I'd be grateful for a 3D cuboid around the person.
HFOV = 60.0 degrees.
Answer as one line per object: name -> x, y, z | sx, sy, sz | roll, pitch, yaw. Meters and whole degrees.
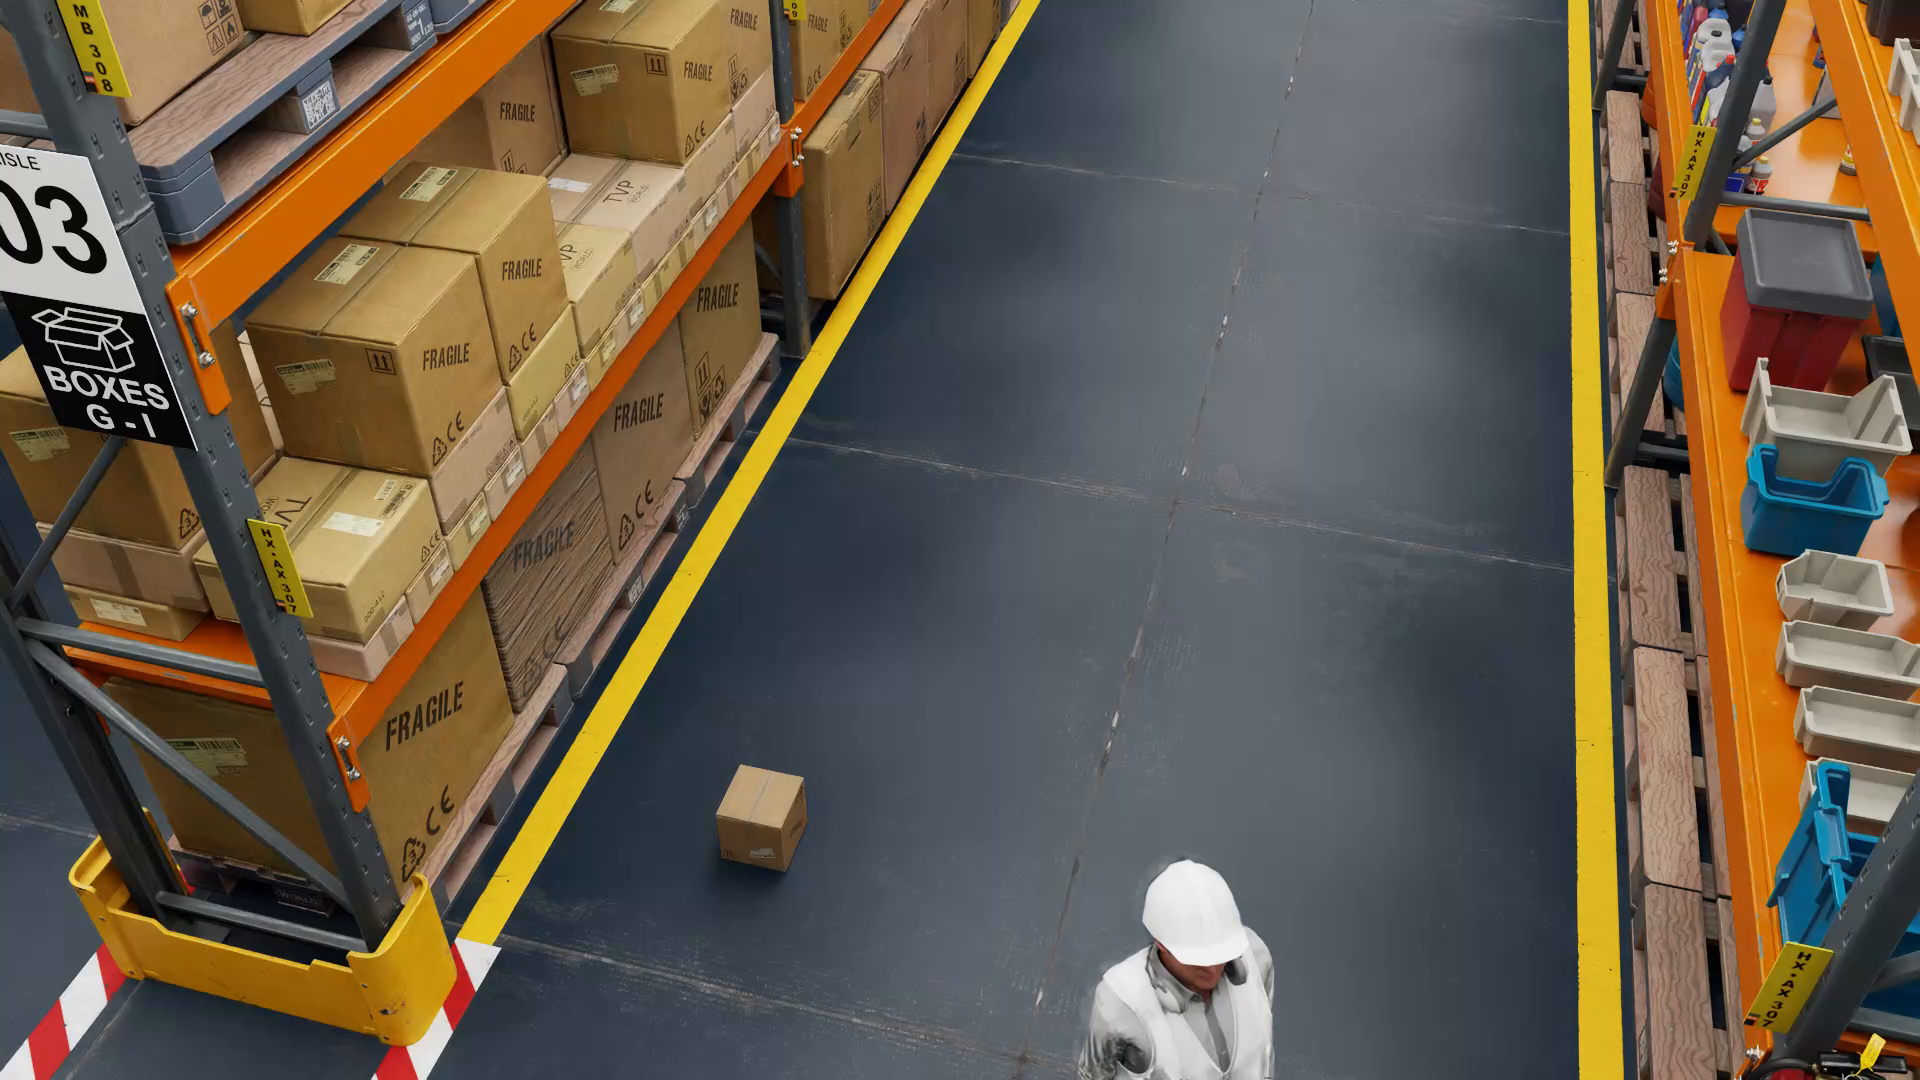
person -> 0.569, 1.476, 4.410 | 0.529, 1.746, 0.759 | -21, 45, -23
